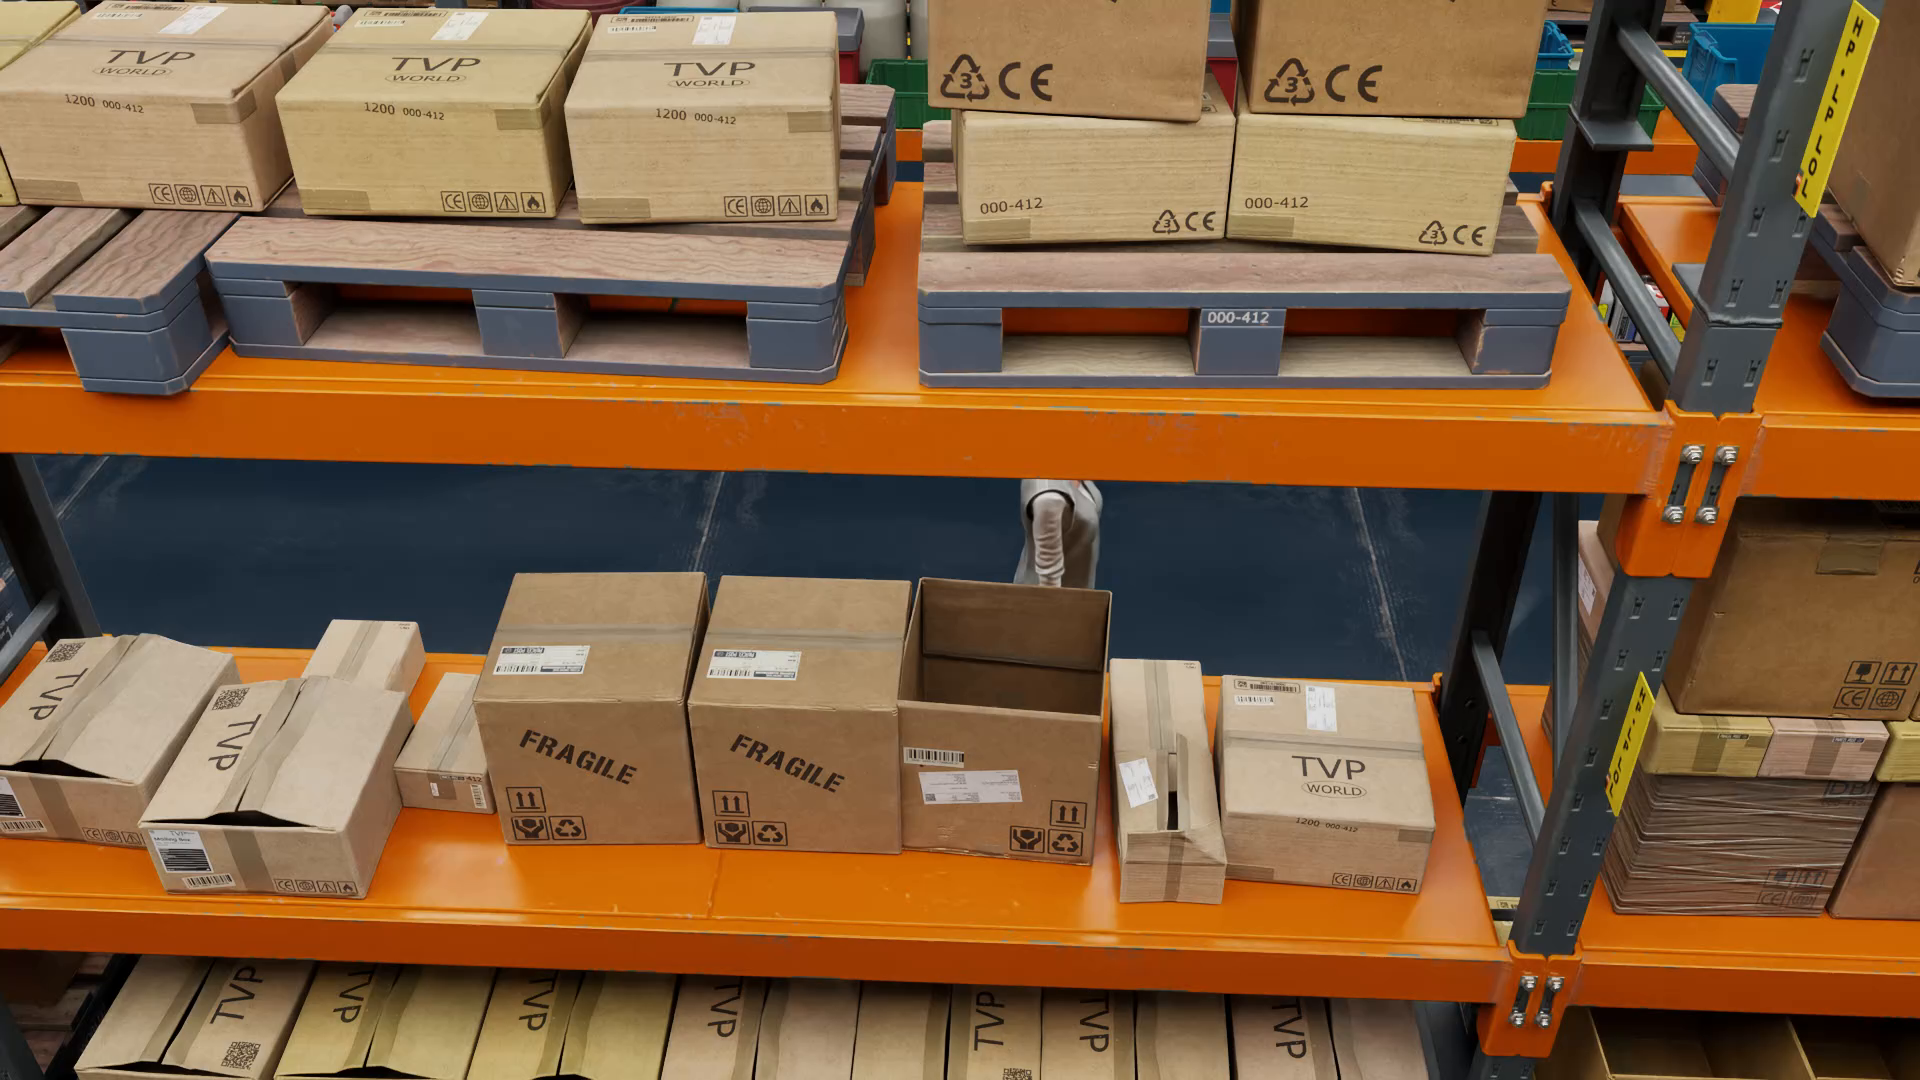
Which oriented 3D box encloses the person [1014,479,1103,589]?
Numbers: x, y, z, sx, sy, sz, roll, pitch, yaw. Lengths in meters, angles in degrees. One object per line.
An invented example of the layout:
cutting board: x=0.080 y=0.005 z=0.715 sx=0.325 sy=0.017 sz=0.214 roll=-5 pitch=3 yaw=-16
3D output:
person: x=0.336 y=0.190 z=5.900 sx=0.304 sy=1.595 sz=0.405 roll=3 pitch=36 yaw=4
